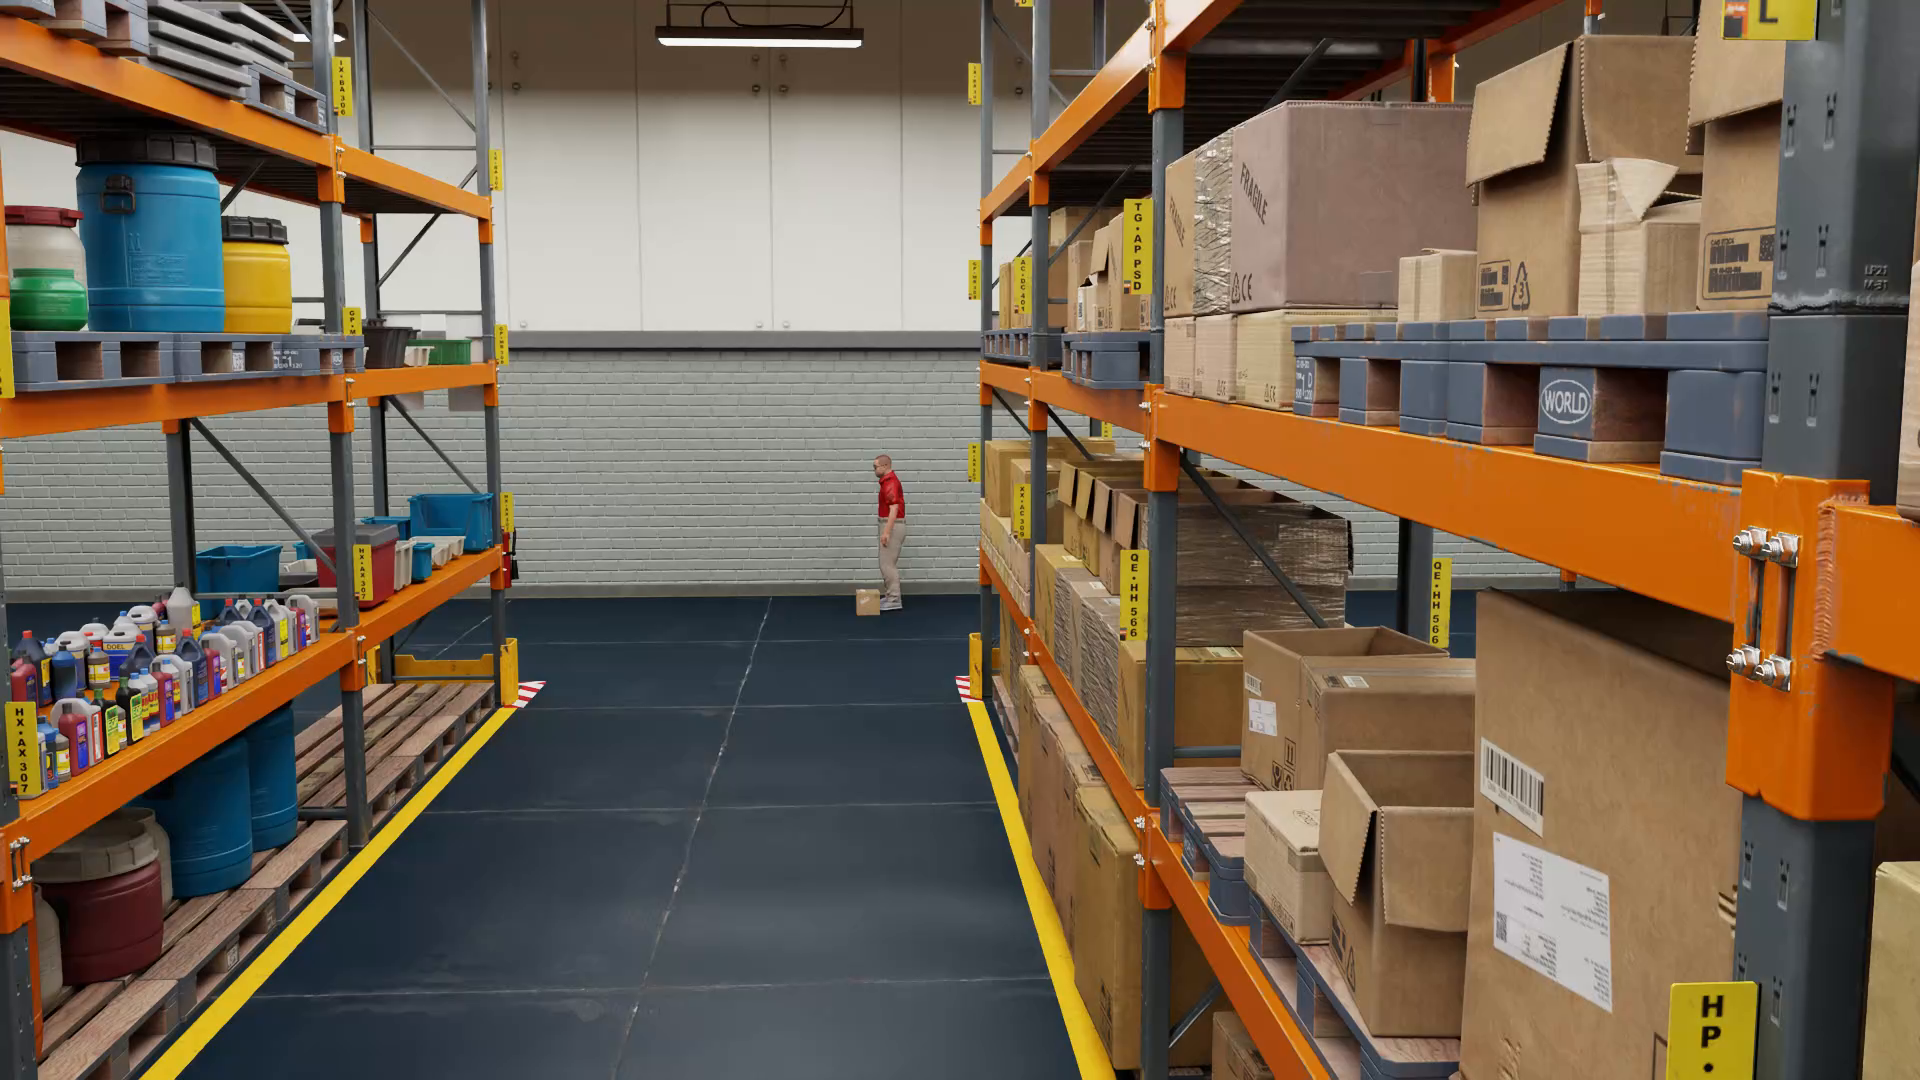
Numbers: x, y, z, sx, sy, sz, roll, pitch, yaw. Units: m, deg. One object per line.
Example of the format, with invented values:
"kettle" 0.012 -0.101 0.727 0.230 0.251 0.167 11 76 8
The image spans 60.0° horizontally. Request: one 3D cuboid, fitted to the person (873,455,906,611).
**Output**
"person" -0.797 -0.093 18.573 0.391 1.727 0.585 0 7 -4
